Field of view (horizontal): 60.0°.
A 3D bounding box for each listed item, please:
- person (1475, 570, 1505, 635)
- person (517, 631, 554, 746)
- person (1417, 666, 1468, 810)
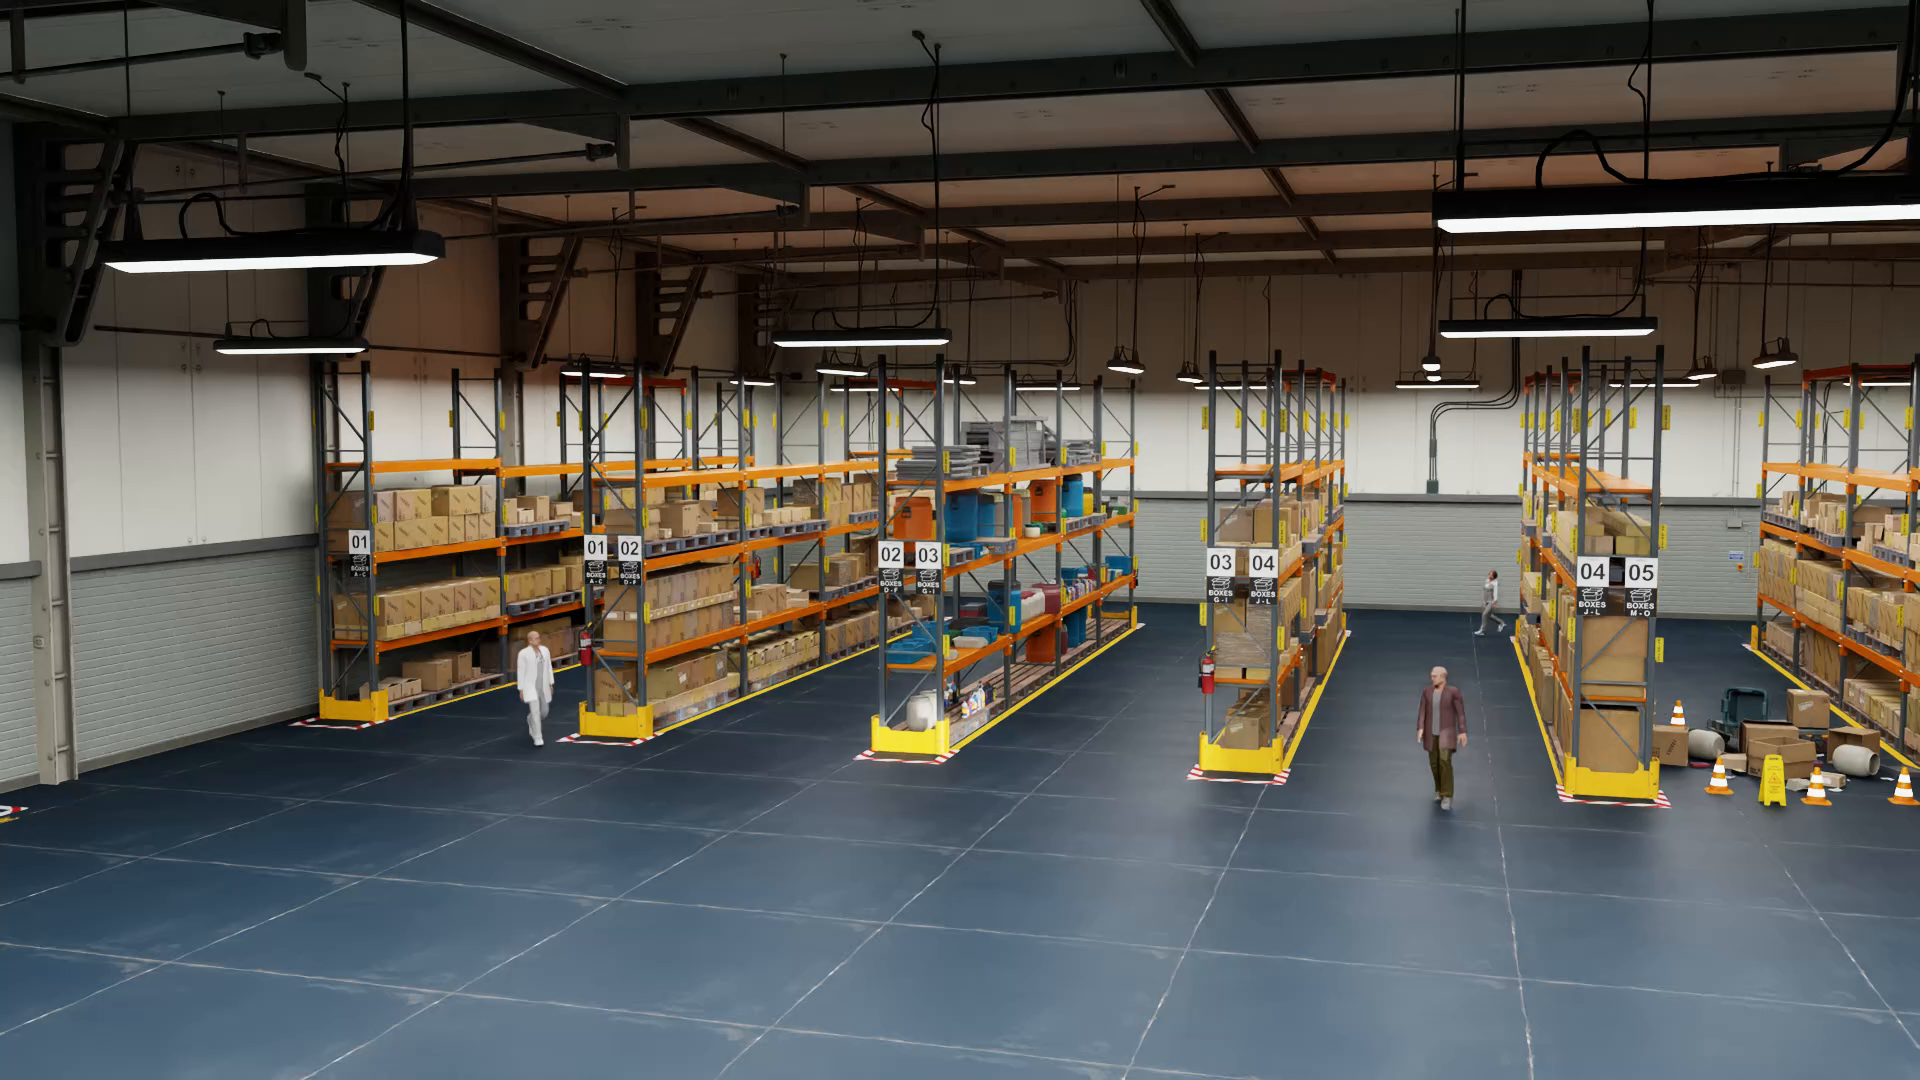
[{"bbox_3d":[12.421,1.454,38.736,0.827,1.533,0.435,-1,4,-16],"label":"person"},{"bbox_3d":[-6.597,2.270,25.789,0.602,1.749,0.921,-3,5,-35],"label":"person"},{"bbox_3d":[6.261,2.564,21.802,0.662,1.794,0.705,4,6,44],"label":"person"}]
